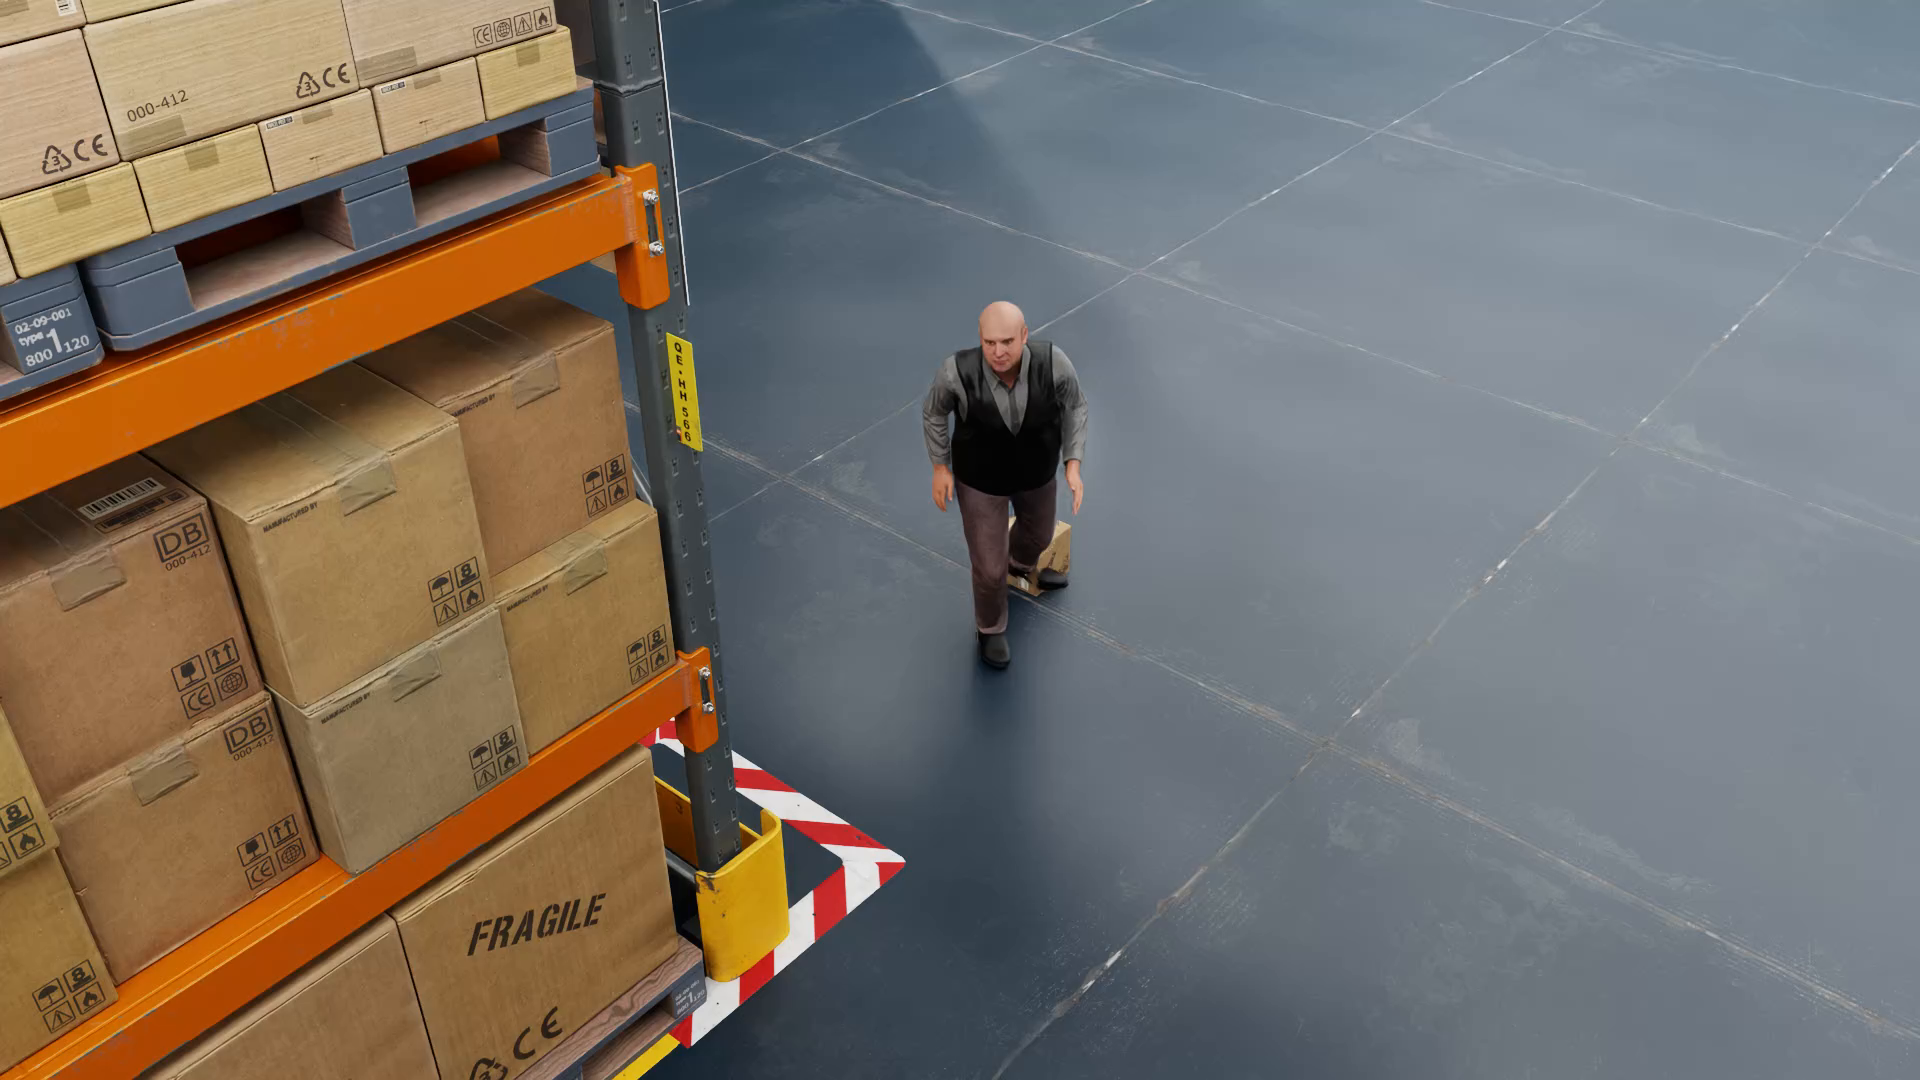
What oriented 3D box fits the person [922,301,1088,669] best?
[{"bbox_3d":[0.204,-0.275,6.605,0.694,1.671,0.804,-10,36,-15],"label":"person"}]
